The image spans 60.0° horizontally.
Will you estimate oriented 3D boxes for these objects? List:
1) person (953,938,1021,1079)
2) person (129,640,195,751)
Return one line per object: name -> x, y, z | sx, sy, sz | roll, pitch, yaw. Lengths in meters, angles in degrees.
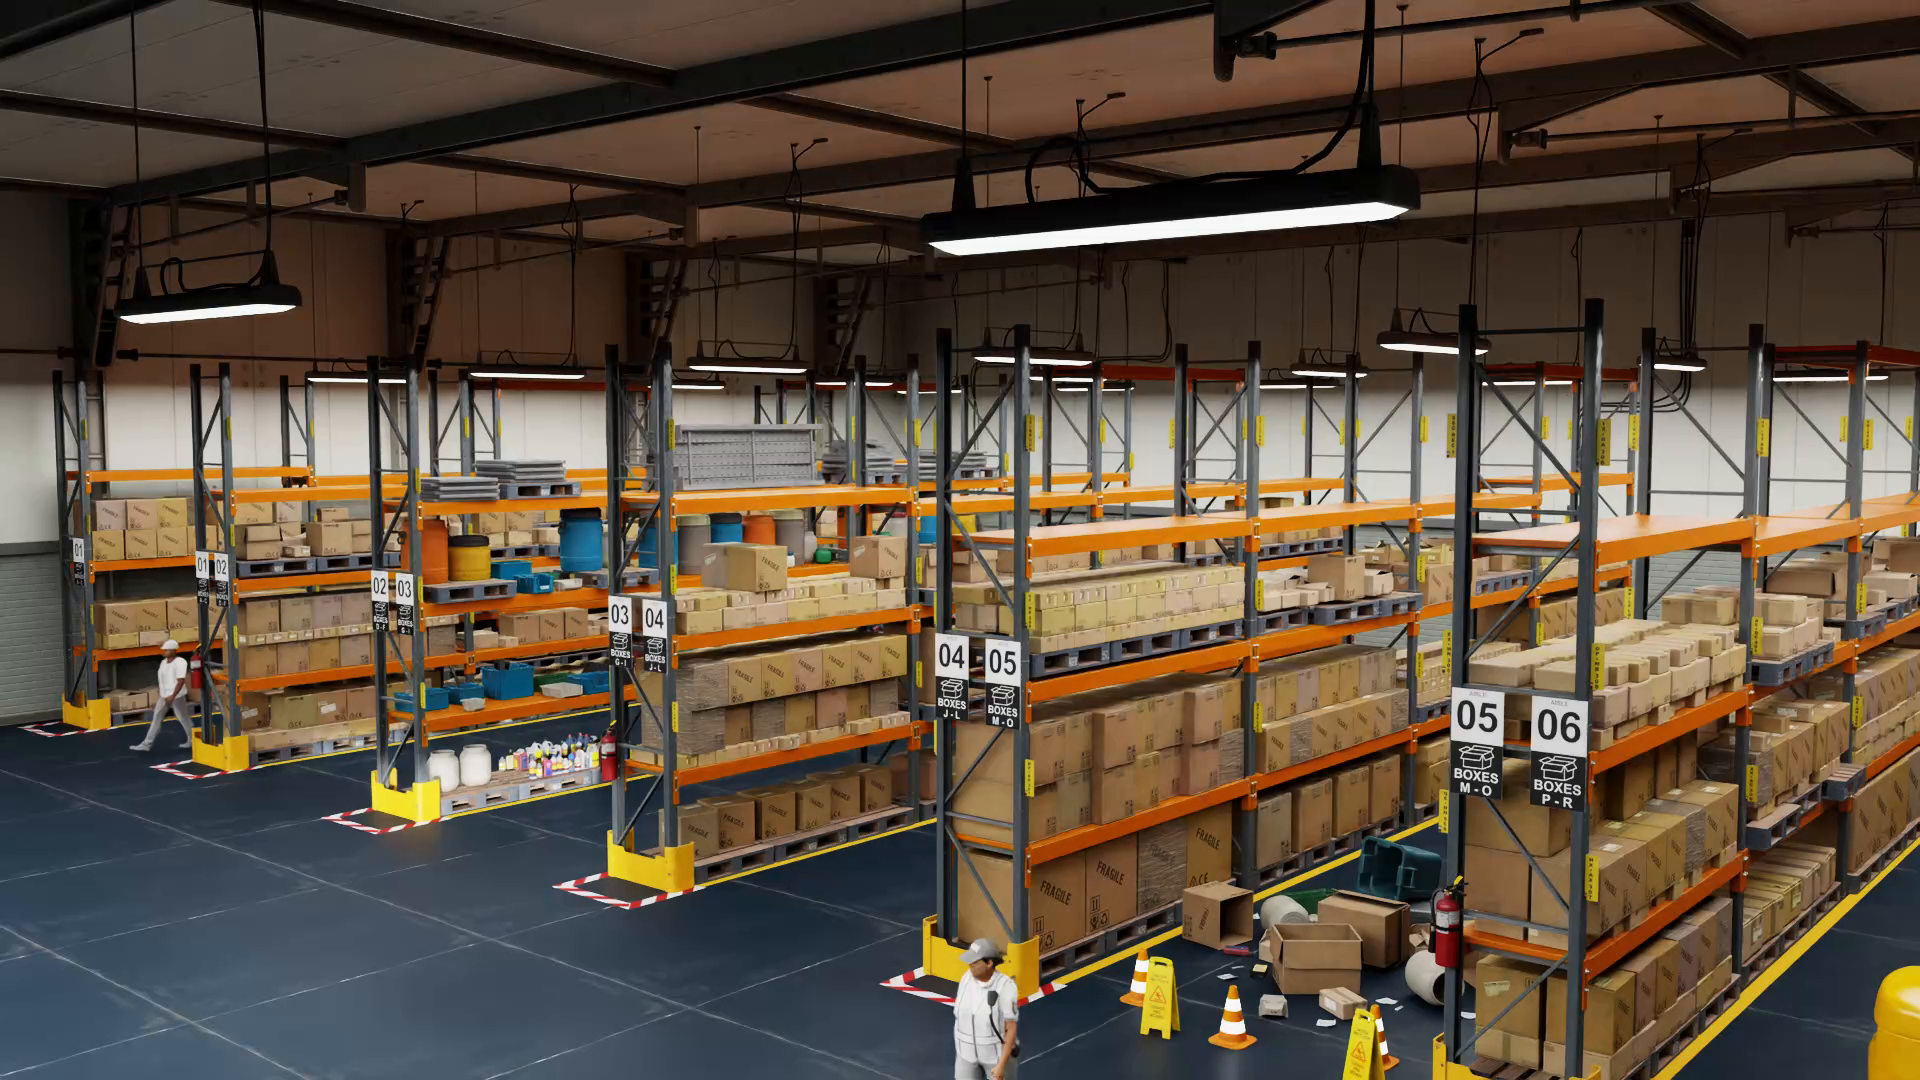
person -> 0.165, 3.546, 11.296 | 0.501, 1.700, 0.746 | 2, 5, 25
person -> -12.319, 2.418, 25.807 | 0.593, 1.715, 0.988 | 2, 5, 24
